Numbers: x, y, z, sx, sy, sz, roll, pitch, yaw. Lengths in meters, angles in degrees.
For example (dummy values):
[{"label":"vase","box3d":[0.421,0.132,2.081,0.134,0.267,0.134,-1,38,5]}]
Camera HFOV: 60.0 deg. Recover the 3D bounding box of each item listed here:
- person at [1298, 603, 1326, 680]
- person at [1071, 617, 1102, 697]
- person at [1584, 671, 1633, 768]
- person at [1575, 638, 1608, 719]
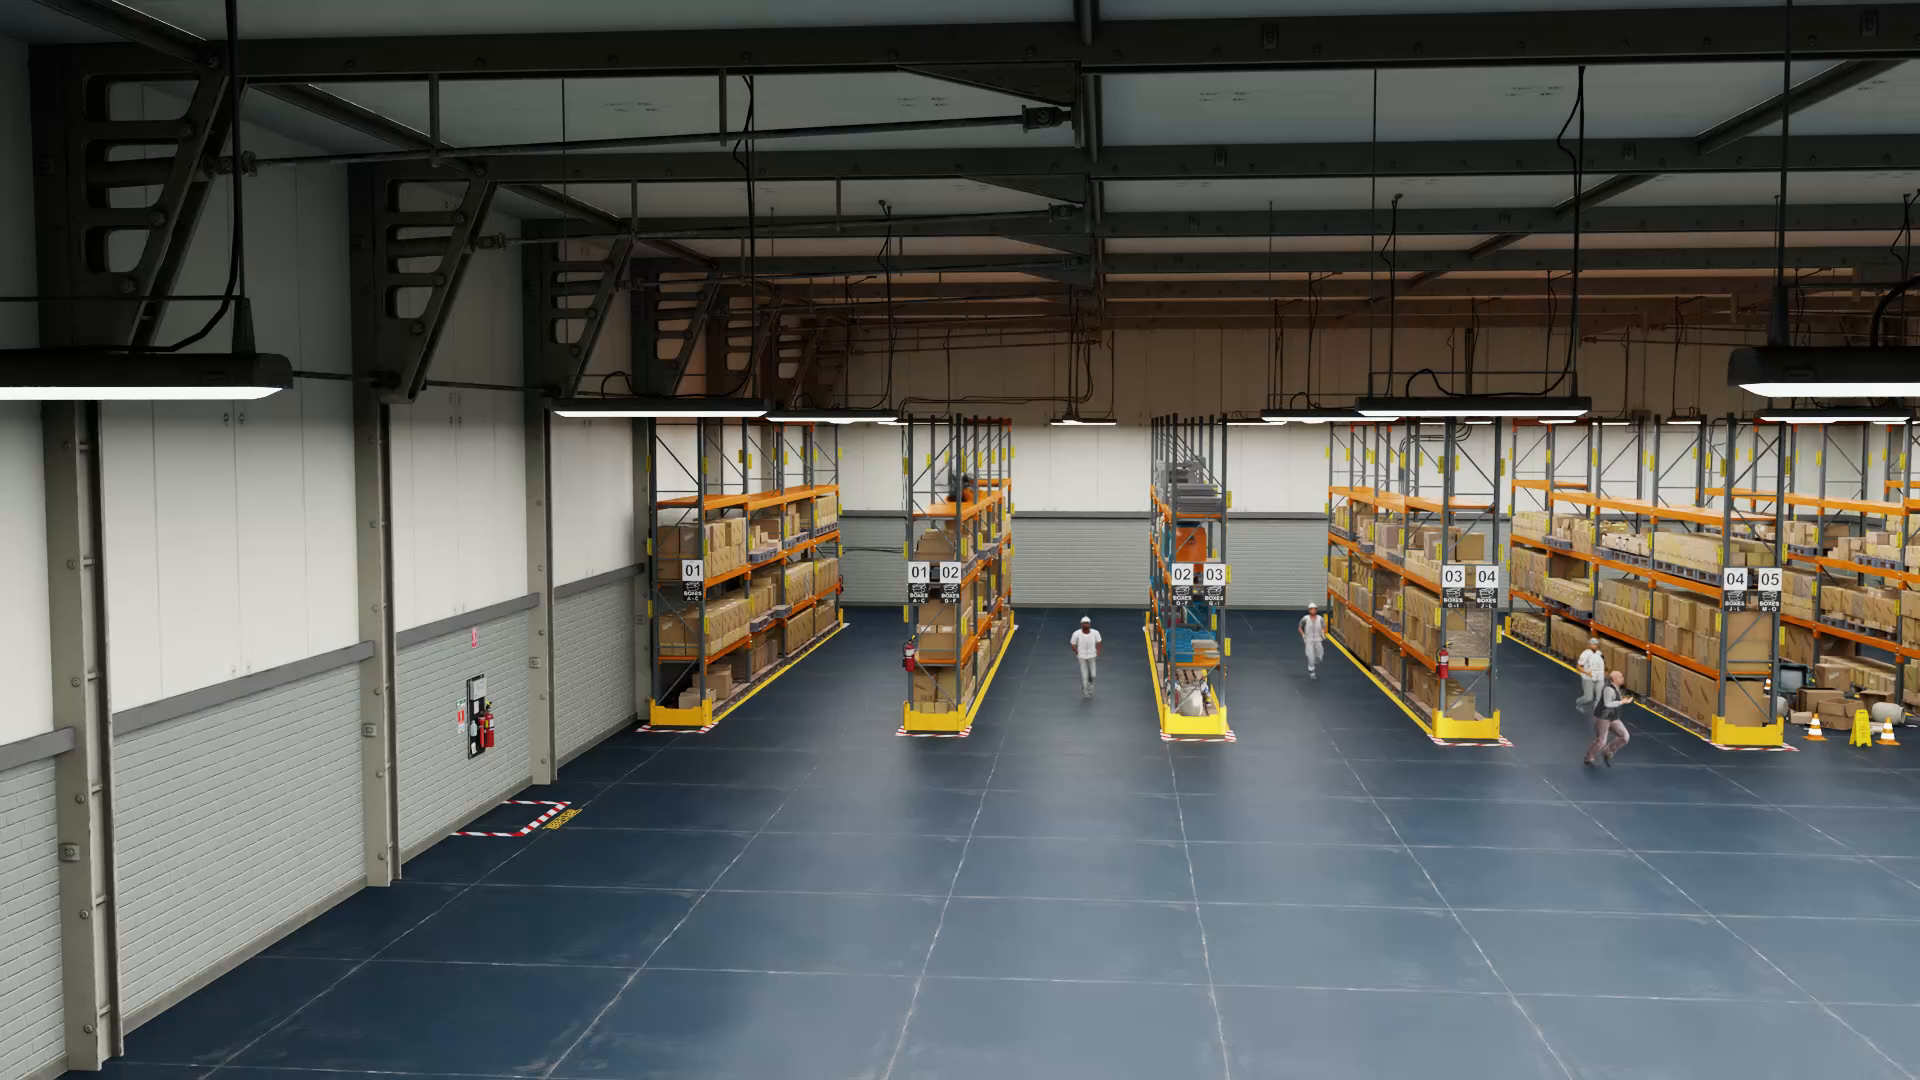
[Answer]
[{"label":"person","box3d":[8.021,2.308,37.788,0.636,1.741,0.586,0,4,3]},{"label":"person","box3d":[2.682,2.483,35.174,0.674,1.721,0.569,0,4,-1]},{"label":"person","box3d":[10.830,2.998,27.766,0.627,1.661,0.823,-4,5,-44]},{"label":"person","box3d":[12.338,2.729,32.454,0.607,1.651,0.779,-1,4,-9]}]
